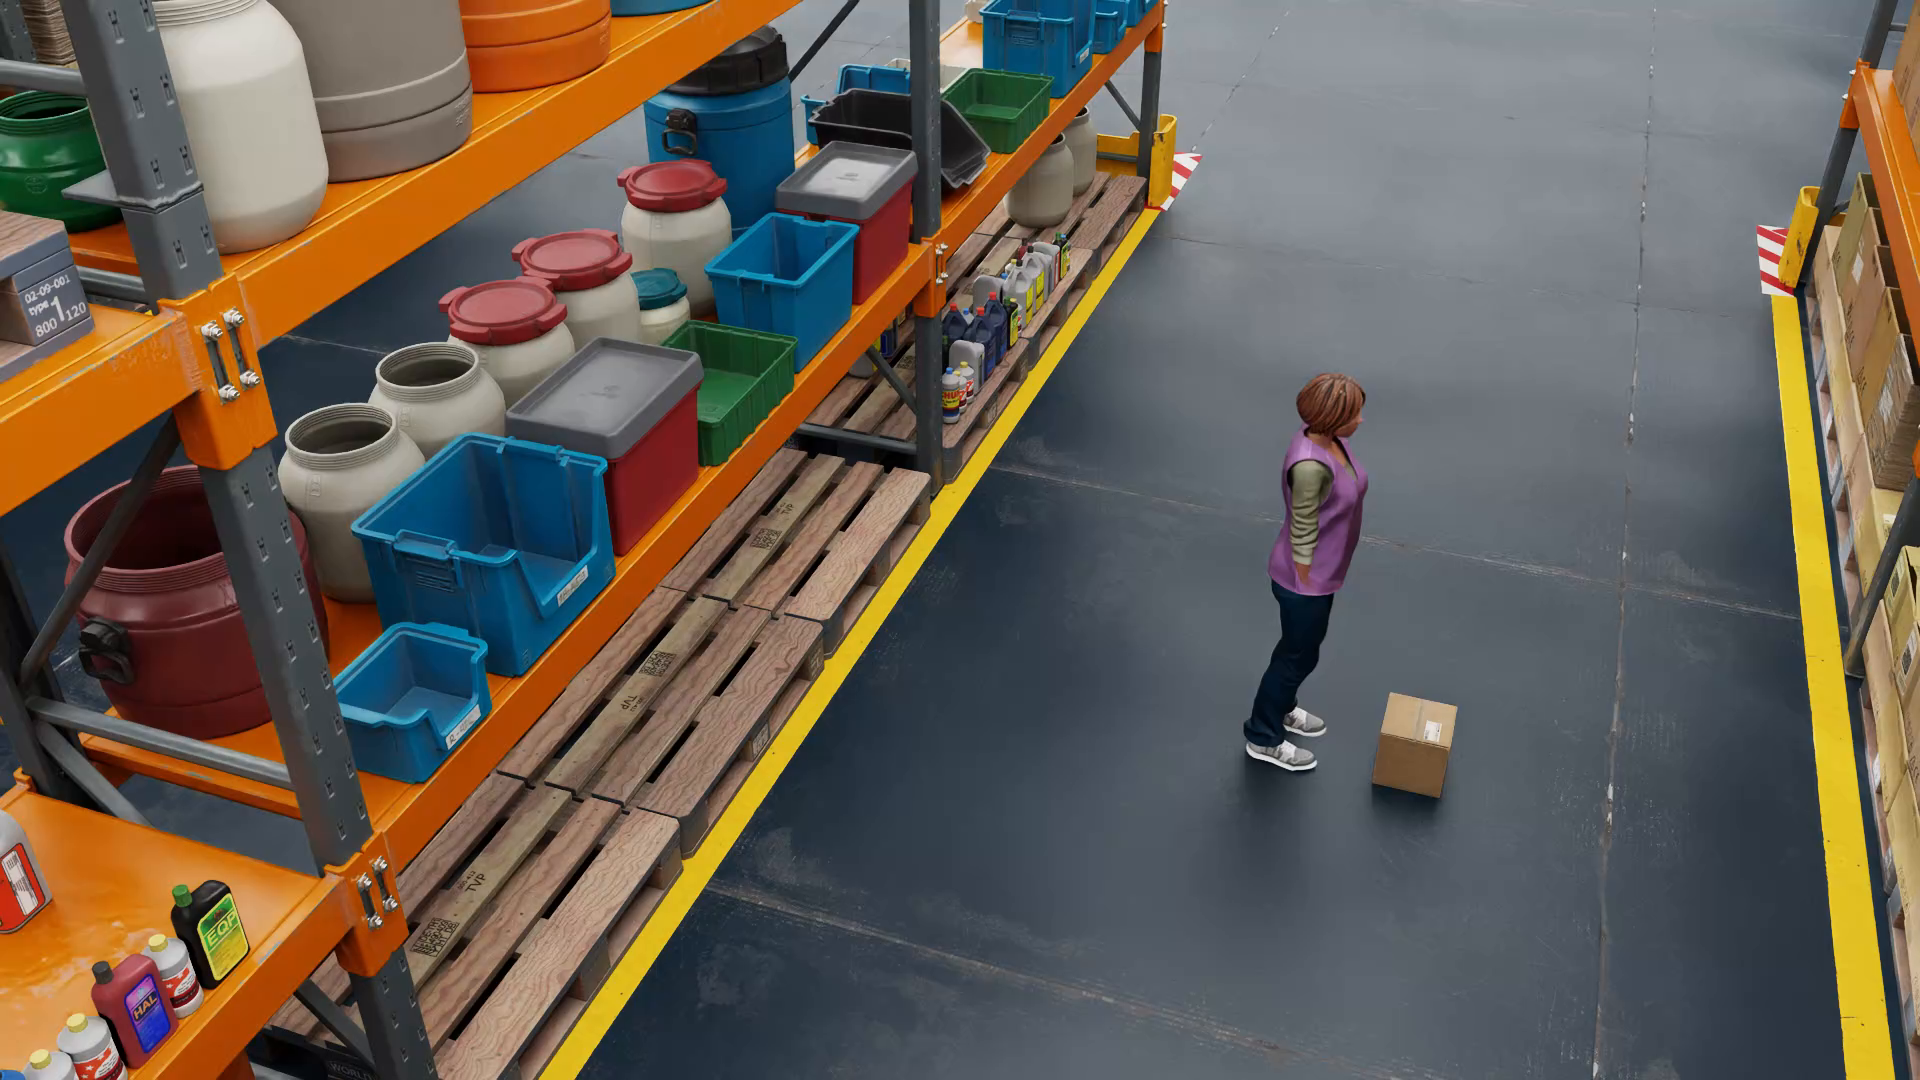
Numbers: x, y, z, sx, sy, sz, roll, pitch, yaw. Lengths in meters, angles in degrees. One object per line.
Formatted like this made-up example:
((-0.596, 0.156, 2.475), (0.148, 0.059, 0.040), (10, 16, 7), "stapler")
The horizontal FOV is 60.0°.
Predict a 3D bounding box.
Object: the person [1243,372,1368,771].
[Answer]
((1.259, 0.117, 5.995), (0.306, 1.587, 0.406), (12, 36, 17), "person")
